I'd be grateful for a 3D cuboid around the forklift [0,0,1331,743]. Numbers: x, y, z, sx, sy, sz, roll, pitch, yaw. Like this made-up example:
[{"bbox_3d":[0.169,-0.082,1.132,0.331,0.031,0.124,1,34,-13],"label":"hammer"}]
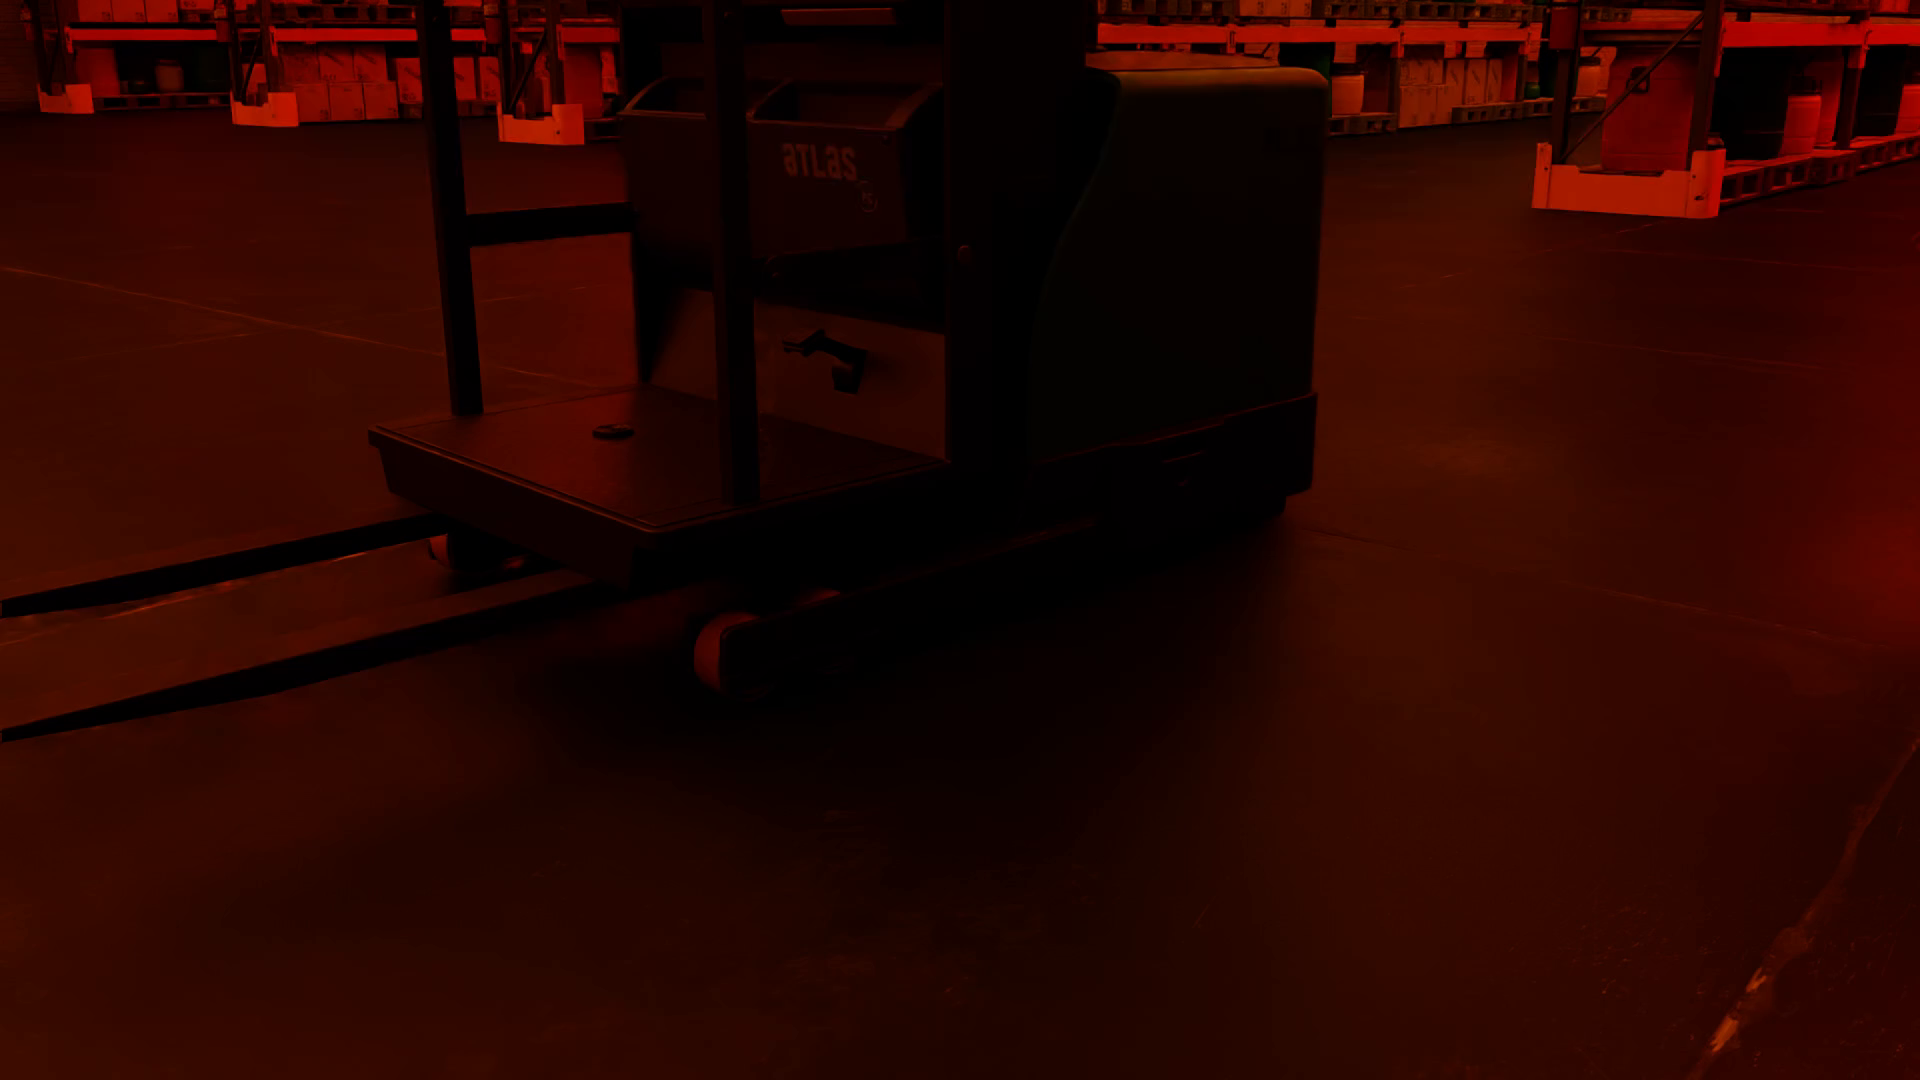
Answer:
[{"bbox_3d":[-0.534,-1.281,3.115,3.031,2.935,1.130,-16,23,-41],"label":"forklift"}]
